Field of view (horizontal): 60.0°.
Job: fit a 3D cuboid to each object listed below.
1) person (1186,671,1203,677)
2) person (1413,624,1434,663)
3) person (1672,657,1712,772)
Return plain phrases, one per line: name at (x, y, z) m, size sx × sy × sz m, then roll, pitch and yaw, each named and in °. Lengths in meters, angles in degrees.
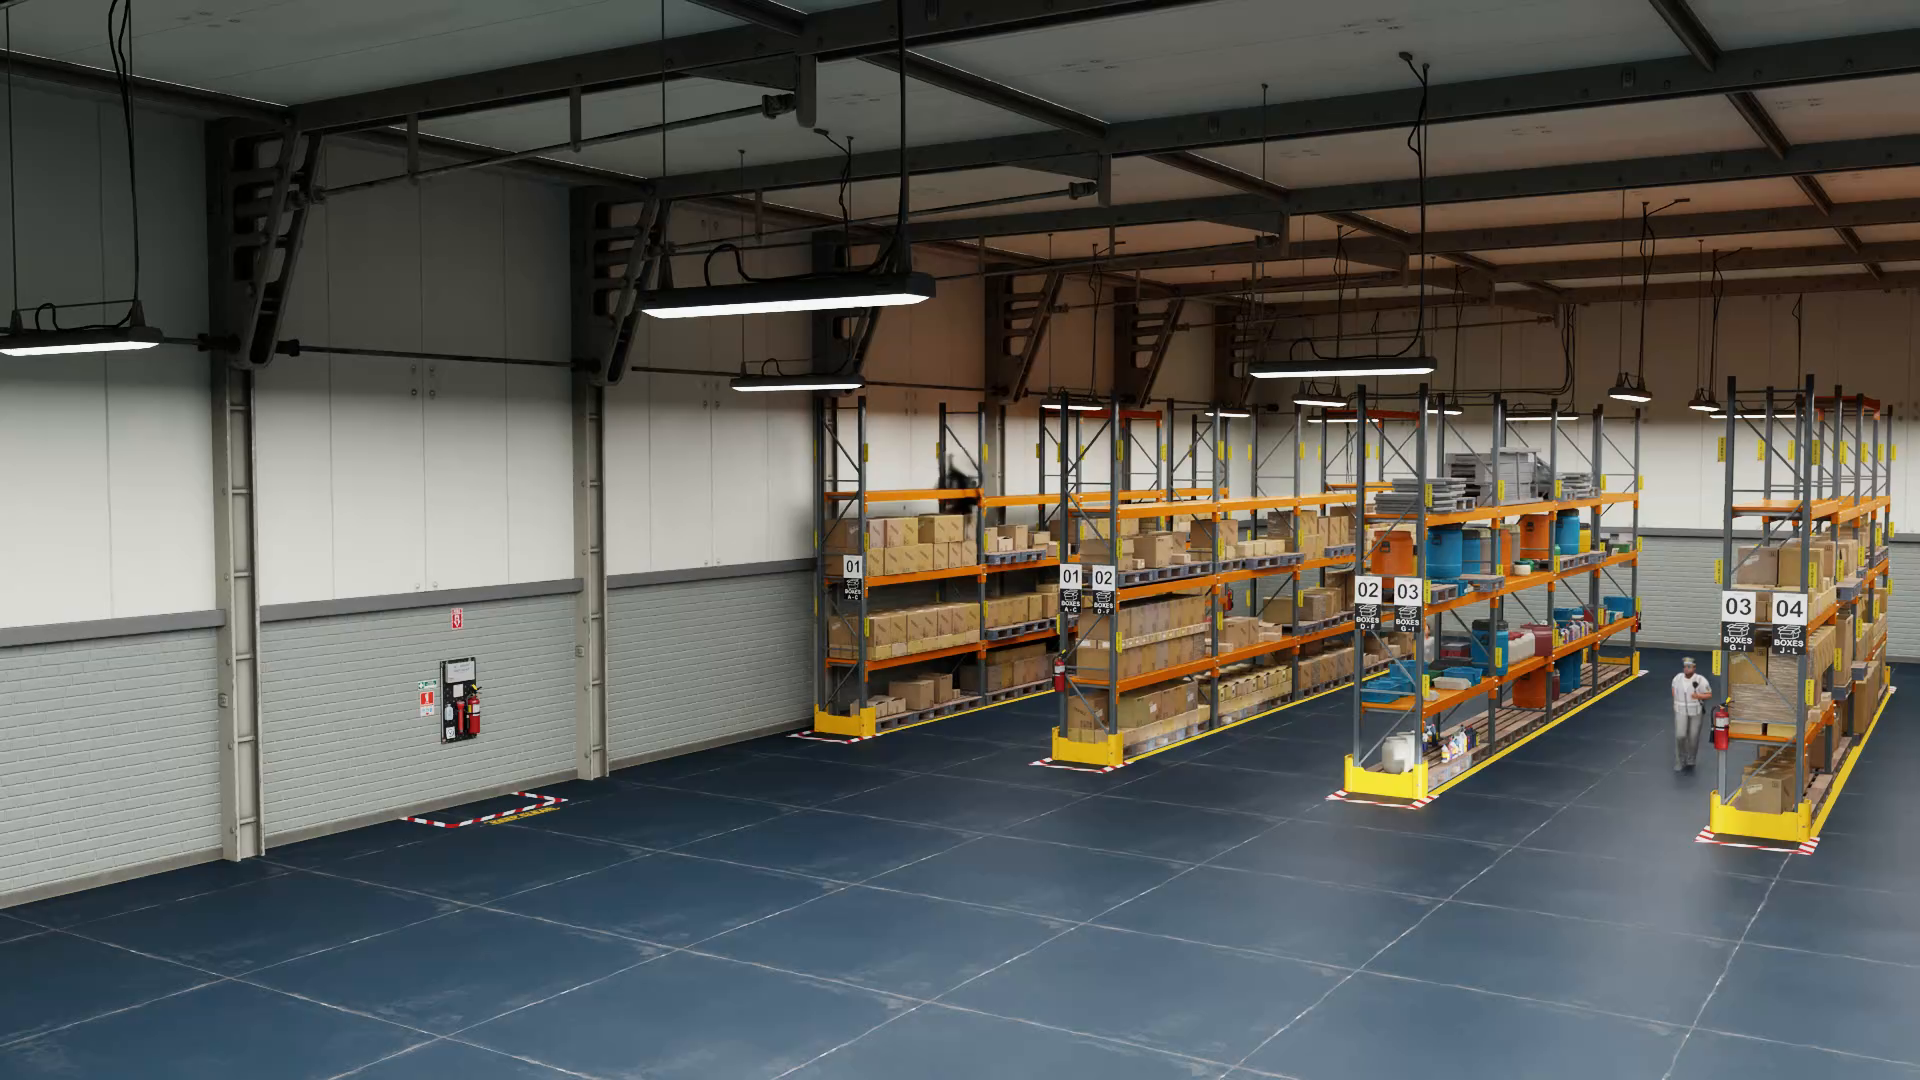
person at (4.926, 2.309, 35.284) m, size 0.659 × 1.674 × 0.622 m, roll 1°, pitch 3°, yaw 25°
person at (9.165, 2.461, 32.754) m, size 0.539 × 1.626 × 0.541 m, roll 2°, pitch 4°, yaw 32°
person at (11.503, 2.765, 26.197) m, size 0.624 × 1.859 × 0.777 m, roll 2°, pitch 4°, yaw 31°
